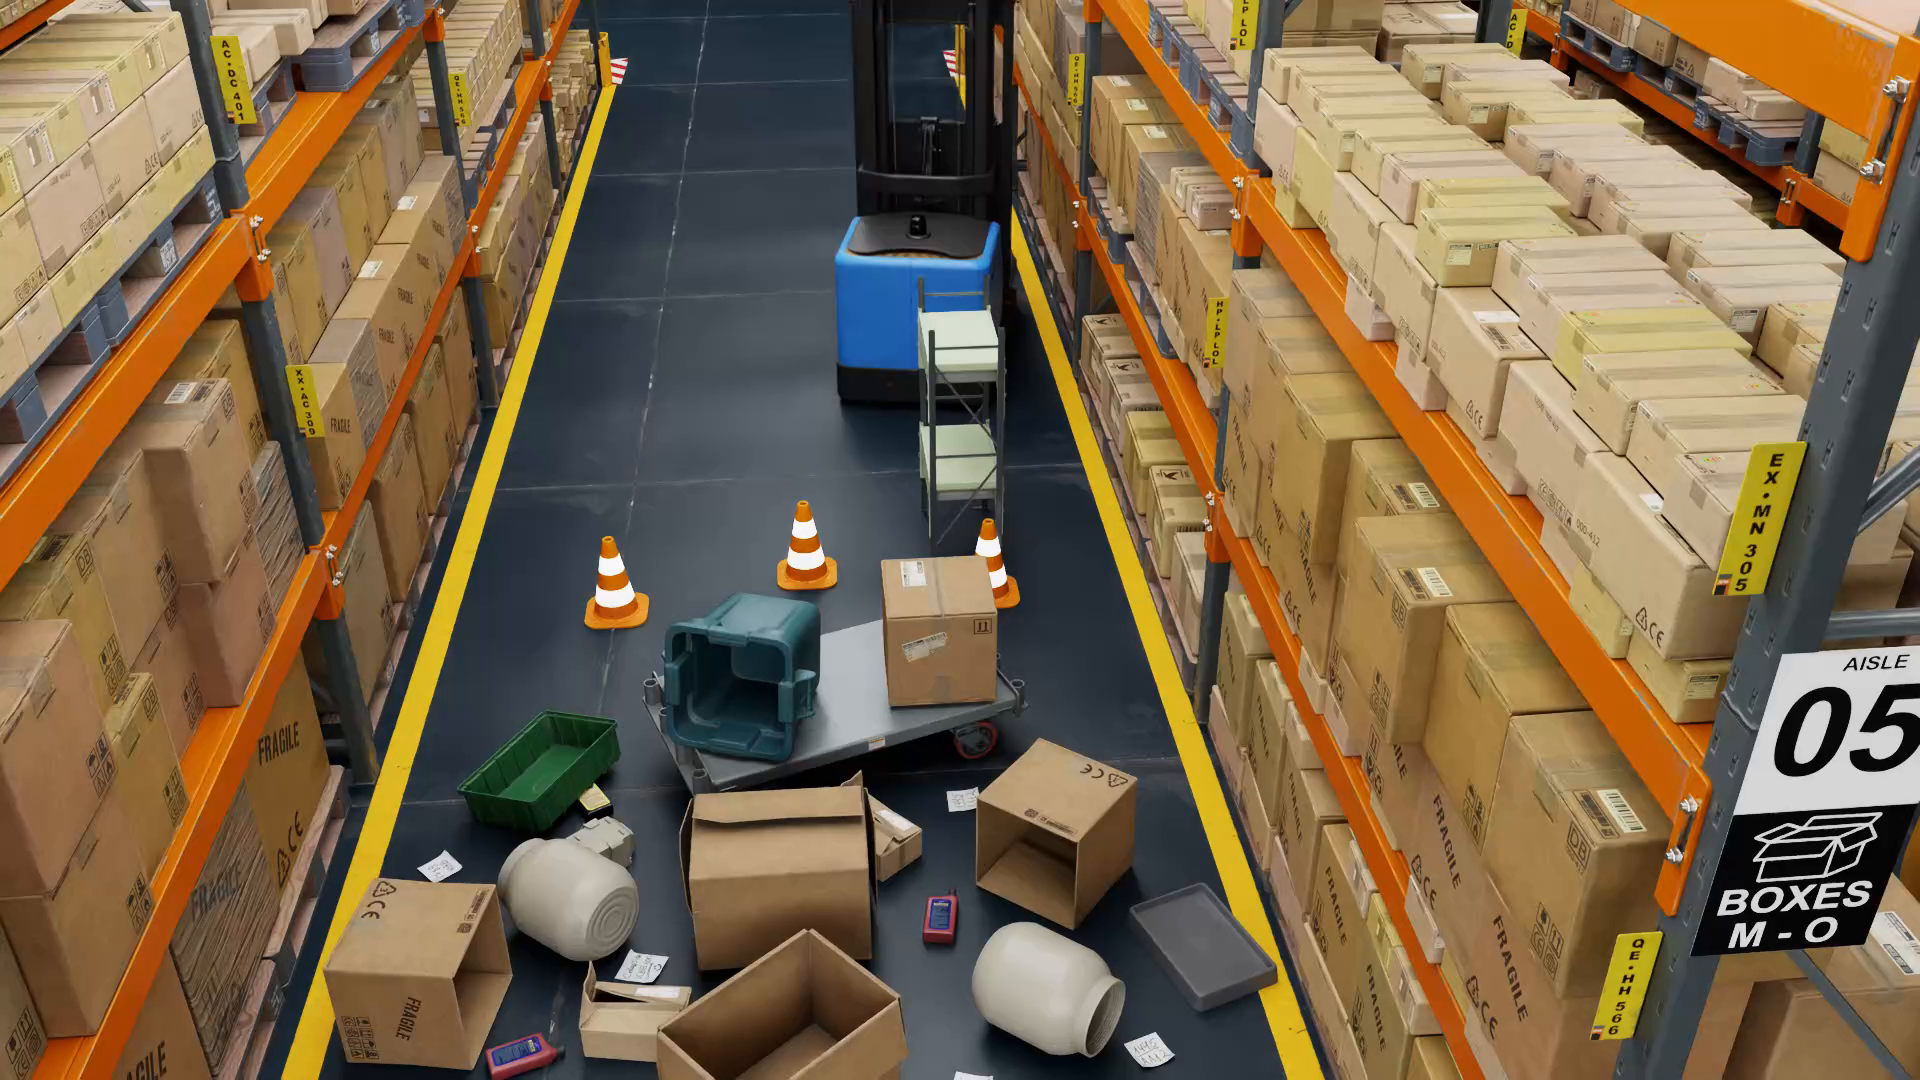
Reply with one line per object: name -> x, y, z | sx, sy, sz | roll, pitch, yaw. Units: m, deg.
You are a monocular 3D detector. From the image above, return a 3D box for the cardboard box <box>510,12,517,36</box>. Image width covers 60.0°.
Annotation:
cardboard box -> -3.740, -4.094, 13.225 | 0.380, 0.149, 0.250 | -3, 31, -4

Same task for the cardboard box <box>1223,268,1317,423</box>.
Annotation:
cardboard box -> 1.492, -0.791, 6.787 | 0.700, 0.500, 0.500 | -3, 31, -5

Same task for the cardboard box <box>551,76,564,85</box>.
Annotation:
cardboard box -> -3.962, -4.291, 15.799 | 0.380, 0.149, 0.250 | -4, 31, -7

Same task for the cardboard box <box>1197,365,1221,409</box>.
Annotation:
cardboard box -> 1.344, -0.748, 7.913 | 0.380, 0.149, 0.250 | -2, 31, -4

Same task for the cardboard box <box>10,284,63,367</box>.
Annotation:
cardboard box -> -2.756, -0.591, 4.627 | 0.380, 0.149, 0.250 | -3, 31, -5

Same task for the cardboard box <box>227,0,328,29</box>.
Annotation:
cardboard box -> -3.216, -2.557, 7.804 | 0.396, 0.266, 0.258 | -3, 31, -5

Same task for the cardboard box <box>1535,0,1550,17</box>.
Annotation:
cardboard box -> 5.534, -4.925, 15.316 | 0.380, 0.149, 0.250 | -2, 31, -3

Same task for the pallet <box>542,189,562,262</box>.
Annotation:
pallet -> -3.925, -2.628, 13.943 | 1.003, 0.211, 1.213 | -3, 31, -5

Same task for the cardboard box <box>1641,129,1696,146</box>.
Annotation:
cardboard box -> 5.814, -3.277, 13.706 | 0.380, 0.149, 0.250 | -2, 31, -3

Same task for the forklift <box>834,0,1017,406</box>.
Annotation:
forklift -> -0.157, -2.888, 11.727 | 1.130, 2.935, 3.031 | 3, 31, 5

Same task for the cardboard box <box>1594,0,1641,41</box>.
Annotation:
cardboard box -> 5.732, -4.452, 13.771 | 0.700, 0.500, 0.500 | -2, 31, -4

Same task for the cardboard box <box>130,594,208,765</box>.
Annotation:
cardboard box -> -3.198, 0.547, 5.763 | 0.875, 0.550, 0.550 | -3, 31, -5

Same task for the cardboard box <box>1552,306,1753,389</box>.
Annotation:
cardboard box -> 1.715, -0.460, 4.137 | 0.380, 0.149, 0.250 | -3, 31, -4

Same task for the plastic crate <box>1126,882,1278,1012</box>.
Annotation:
plastic crate -> 0.997, 1.668, 6.880 | 0.402, 0.080, 0.583 | -14, 33, -22

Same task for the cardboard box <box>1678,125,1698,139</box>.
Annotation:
cardboard box -> 6.266, -3.432, 13.966 | 0.380, 0.149, 0.250 | -2, 31, -3

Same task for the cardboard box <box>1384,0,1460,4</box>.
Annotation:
cardboard box -> 1.955, -2.616, 7.529 | 0.500, 0.250, 0.500 | -3, 31, -6

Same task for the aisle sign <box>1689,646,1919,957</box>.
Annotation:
aisle sign -> 1.758, 0.545, 3.377 | 0.394, 0.787, 0.004 | -3, 31, -5

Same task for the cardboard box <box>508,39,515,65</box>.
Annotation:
cardboard box -> -3.719, -3.841, 13.092 | 0.380, 0.149, 0.250 | -3, 31, -5

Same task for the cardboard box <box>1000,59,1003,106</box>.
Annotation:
cardboard box -> 0.884, -4.374, 16.237 | 0.875, 0.438, 0.875 | -4, 31, -6

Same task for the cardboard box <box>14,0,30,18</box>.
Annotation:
cardboard box -> -8.791, -4.891, 15.258 | 0.380, 0.149, 0.250 | -4, 31, -6

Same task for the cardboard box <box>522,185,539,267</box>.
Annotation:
cardboard box -> -3.588, -2.439, 12.937 | 0.500, 0.500, 0.500 | -3, 31, -6

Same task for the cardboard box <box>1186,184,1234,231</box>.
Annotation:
cardboard box -> 1.322, -1.632, 8.127 | 0.380, 0.149, 0.250 | -4, 31, -6

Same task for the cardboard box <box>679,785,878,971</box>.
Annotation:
cardboard box -> -0.740, 1.377, 6.822 | 0.797, 0.637, 0.503 | -3, 31, -5

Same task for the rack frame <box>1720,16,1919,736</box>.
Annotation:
rack frame -> 2.041, -0.960, 2.582 | 1.000, 3.000, 0.127 | -3, 31, -5

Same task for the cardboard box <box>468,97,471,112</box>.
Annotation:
cardboard box -> -3.526, -2.911, 11.244 | 0.380, 0.149, 0.250 | -4, 31, -6

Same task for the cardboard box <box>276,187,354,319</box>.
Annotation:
cardboard box -> -3.401, -1.384, 8.069 | 0.700, 0.500, 0.500 | -3, 31, -4

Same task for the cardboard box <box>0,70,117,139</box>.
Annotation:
cardboard box -> -2.831, -1.327, 5.082 | 0.380, 0.149, 0.250 | -2, 31, -4

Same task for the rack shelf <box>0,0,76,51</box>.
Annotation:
rack shelf -> -9.134, -4.748, 15.476 | 1.077, 0.370, 4.000 | -3, 31, -5

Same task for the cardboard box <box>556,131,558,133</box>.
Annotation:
cardboard box -> -3.828, -3.632, 14.985 | 0.380, 0.149, 0.250 | -3, 31, -4

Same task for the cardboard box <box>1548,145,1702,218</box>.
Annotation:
cardboard box -> 2.102, -1.138, 5.273 | 0.380, 0.149, 0.250 | -2, 31, -4

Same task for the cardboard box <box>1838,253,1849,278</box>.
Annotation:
cardboard box -> 6.280, -1.550, 11.326 | 0.875, 0.625, 0.625 | -2, 31, -3

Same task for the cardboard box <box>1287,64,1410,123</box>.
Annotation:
cardboard box -> 1.425, -1.641, 6.114 | 0.380, 0.149, 0.250 | -2, 31, -3

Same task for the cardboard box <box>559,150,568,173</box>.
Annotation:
cardboard box -> -3.713, -3.380, 14.854 | 0.380, 0.149, 0.250 | -4, 31, -7

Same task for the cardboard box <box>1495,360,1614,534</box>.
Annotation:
cardboard box -> 1.692, -0.241, 4.160 | 0.500, 0.250, 0.500 | -3, 31, -5

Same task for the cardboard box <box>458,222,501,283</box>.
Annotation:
cardboard box -> -3.449, -1.973, 11.424 | 0.500, 0.250, 0.500 | -4, 31, -7

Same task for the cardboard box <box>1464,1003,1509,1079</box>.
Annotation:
cardboard box -> 1.659, 1.419, 4.694 | 0.380, 0.149, 0.250 | -3, 31, -5

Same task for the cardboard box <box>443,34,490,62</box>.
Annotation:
cardboard box -> -3.620, -3.552, 12.026 | 0.380, 0.149, 0.250 | -3, 31, -5

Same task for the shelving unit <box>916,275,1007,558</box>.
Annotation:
shelving unit -> 0.001, -0.640, 9.360 | 0.431, 1.500, 0.755 | -3, 31, -5

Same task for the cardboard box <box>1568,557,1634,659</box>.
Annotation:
cardboard box -> 1.673, 0.142, 3.908 | 0.380, 0.149, 0.250 | -3, 31, -4

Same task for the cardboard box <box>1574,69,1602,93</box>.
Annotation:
cardboard box -> 5.690, -4.071, 14.746 | 0.380, 0.149, 0.250 | -3, 31, -5

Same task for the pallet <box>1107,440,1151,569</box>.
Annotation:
pallet -> 1.476, -0.251, 9.965 | 1.003, 0.211, 1.213 | -3, 31, -5

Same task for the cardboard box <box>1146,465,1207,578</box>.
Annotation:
cardboard box -> 1.545, -0.113, 9.167 | 0.950, 0.372, 0.625 | -1, 31, -1

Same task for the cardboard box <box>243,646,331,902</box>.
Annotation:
cardboard box -> -3.263, 0.919, 6.949 | 0.875, 0.875, 0.875 | -2, 31, -4

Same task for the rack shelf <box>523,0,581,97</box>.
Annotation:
rack shelf -> -4.186, -4.934, 15.788 | 1.077, 0.370, 4.000 | -3, 31, -5

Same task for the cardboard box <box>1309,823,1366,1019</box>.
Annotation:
cardboard box -> 1.614, 1.373, 6.067 | 0.500, 0.500, 0.500 | -3, 31, -6

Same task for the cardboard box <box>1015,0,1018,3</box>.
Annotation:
cardboard box -> 0.675, -4.745, 13.696 | 0.500, 0.500, 0.500 | -2, 31, -4

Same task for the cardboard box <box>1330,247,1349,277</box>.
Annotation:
cardboard box -> 1.538, -1.048, 5.900 | 0.380, 0.149, 0.250 | -2, 31, -3

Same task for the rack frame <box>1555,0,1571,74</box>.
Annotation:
rack frame -> 5.861, -4.751, 14.778 | 1.000, 3.000, 0.127 | -3, 31, -5

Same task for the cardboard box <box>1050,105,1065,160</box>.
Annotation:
cardboard box -> 0.924, -2.910, 11.843 | 0.500, 0.250, 0.500 | -2, 31, -4

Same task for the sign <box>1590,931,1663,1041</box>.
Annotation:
sign -> 1.486, 0.999, 3.715 | 0.100, 0.325, 0.005 | -3, 31, -5

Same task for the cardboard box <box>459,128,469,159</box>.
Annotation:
cardboard box -> -3.491, -2.627, 11.059 | 0.380, 0.149, 0.250 | -1, 31, -2

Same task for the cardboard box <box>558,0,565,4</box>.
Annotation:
cardboard box -> -3.859, -5.169, 15.091 | 0.500, 0.500, 0.500 | -3, 31, -6

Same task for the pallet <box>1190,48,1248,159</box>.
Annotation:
pallet -> 1.715, -1.954, 7.354 | 1.213, 0.211, 1.003 | -3, 31, -5

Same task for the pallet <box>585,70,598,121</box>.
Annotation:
pallet -> -4.325, -4.612, 17.265 | 1.003, 0.211, 1.213 | -3, 31, -5

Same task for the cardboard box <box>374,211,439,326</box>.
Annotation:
cardboard box -> -3.224, -1.496, 9.232 | 0.500, 0.500, 0.500 | -3, 31, -5
